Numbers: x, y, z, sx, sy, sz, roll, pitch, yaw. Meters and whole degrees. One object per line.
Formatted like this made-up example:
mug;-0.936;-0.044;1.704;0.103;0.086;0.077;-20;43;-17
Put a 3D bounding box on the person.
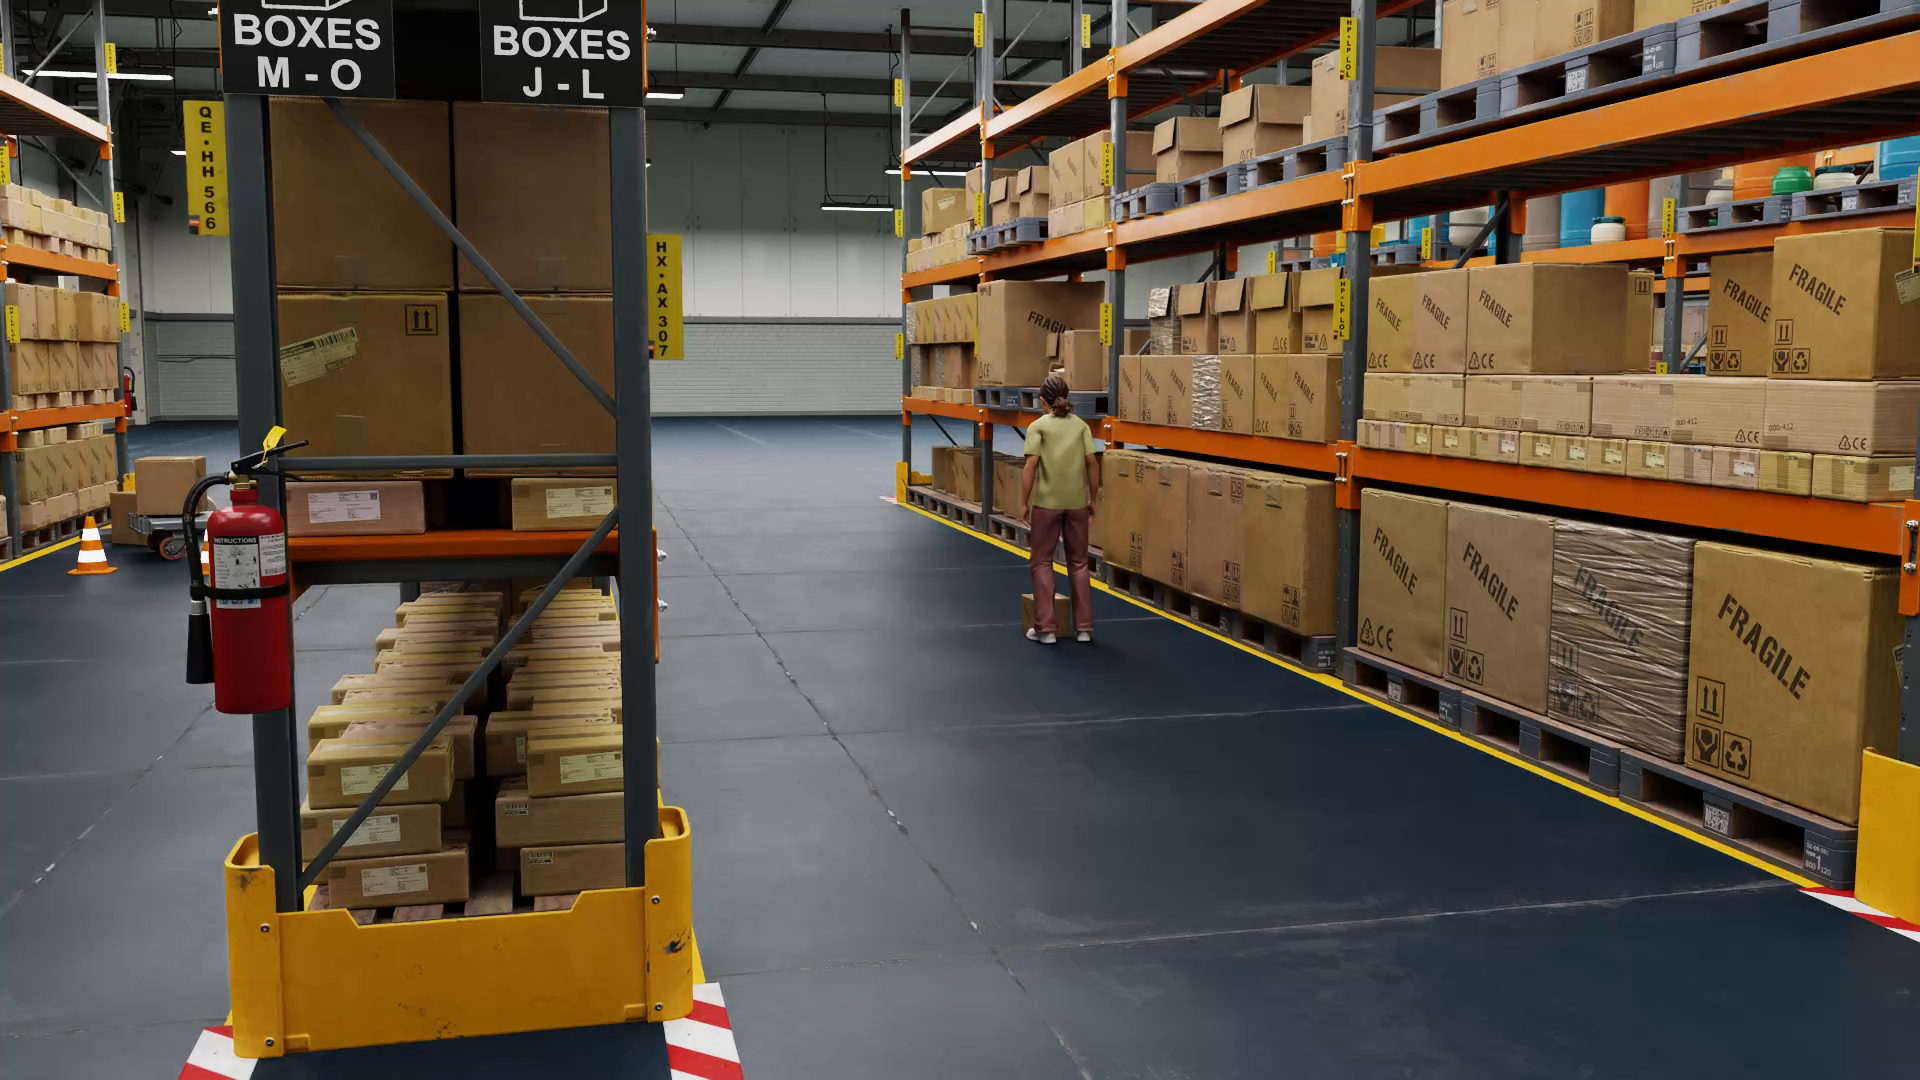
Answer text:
person;0.618;-0.194;10.427;0.503;1.672;0.352;-2;6;-14
